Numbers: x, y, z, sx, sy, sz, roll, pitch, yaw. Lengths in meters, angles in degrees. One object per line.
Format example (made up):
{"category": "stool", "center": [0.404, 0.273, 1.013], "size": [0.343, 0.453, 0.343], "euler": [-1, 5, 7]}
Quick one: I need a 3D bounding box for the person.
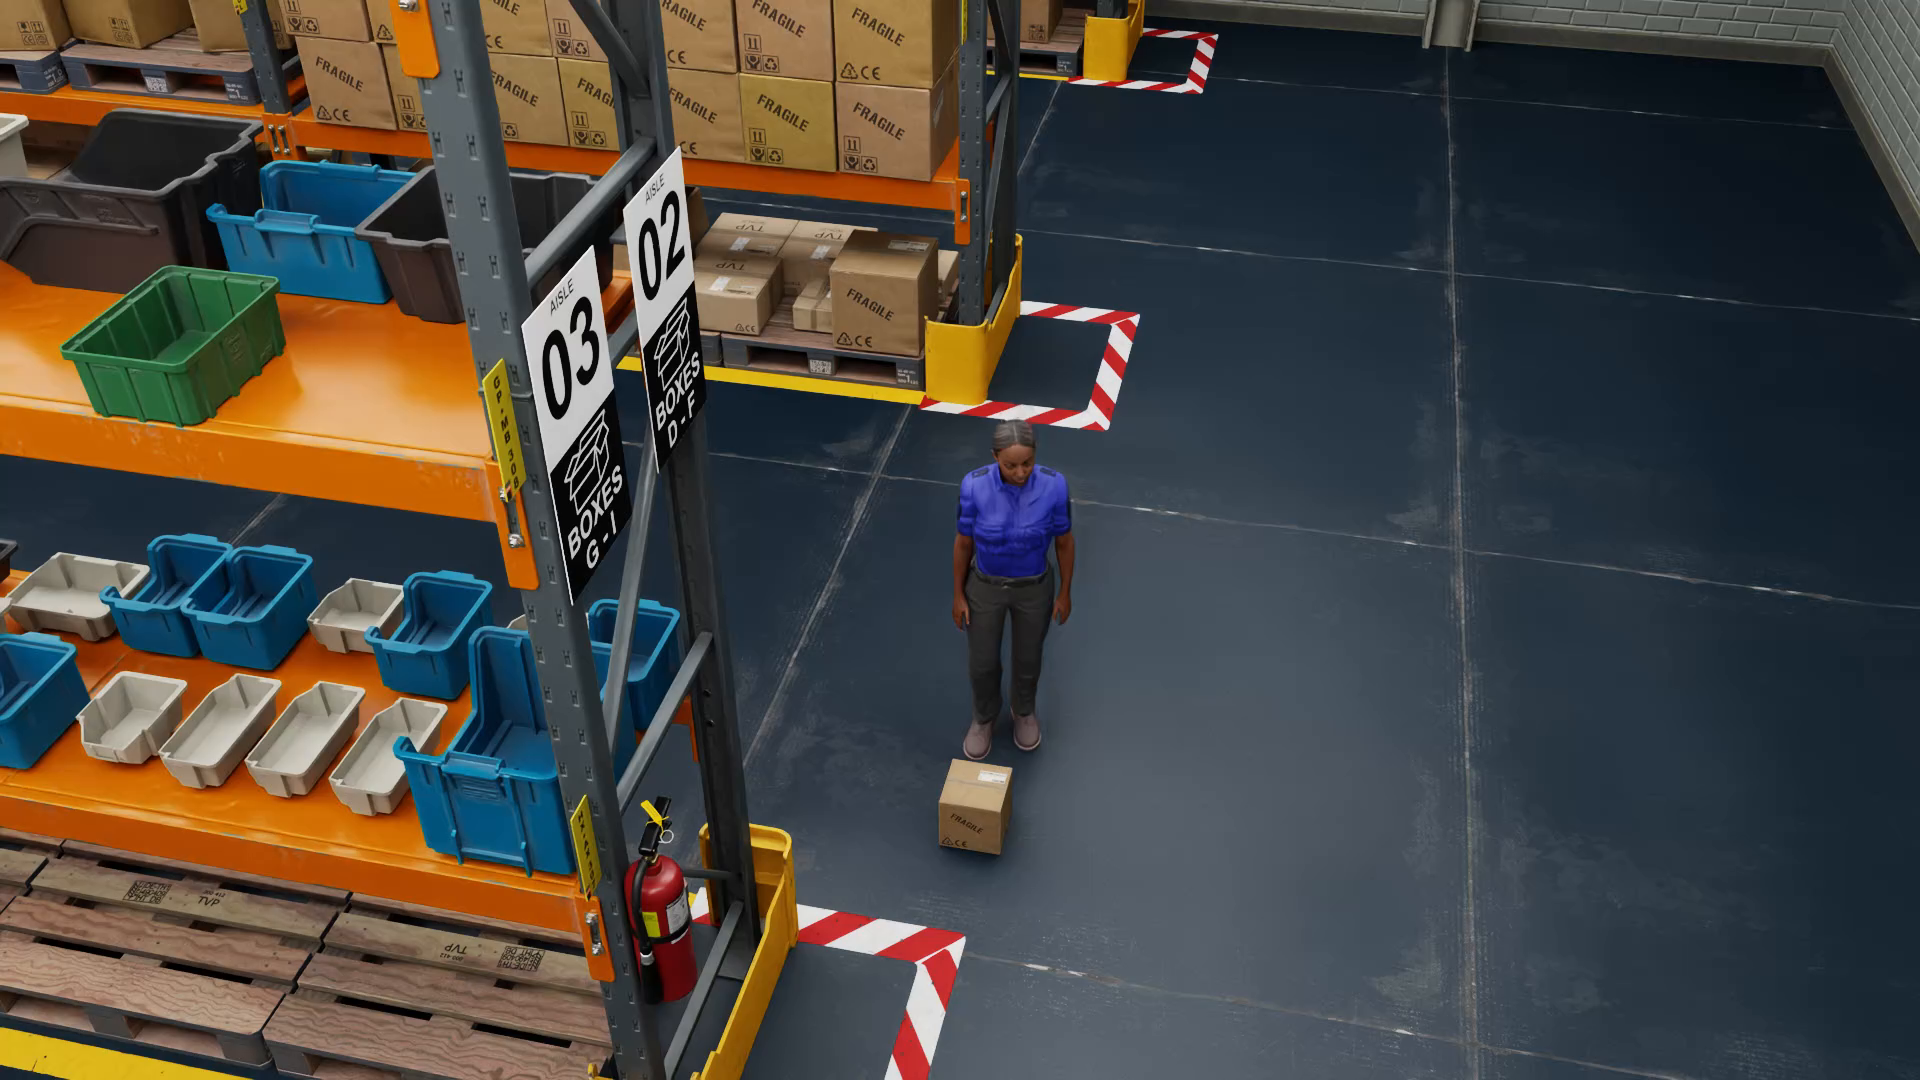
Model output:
{"category": "person", "center": [0.209, 0.199, 6.715], "size": [0.488, 1.668, 0.376], "euler": [-1, 37, -2]}
